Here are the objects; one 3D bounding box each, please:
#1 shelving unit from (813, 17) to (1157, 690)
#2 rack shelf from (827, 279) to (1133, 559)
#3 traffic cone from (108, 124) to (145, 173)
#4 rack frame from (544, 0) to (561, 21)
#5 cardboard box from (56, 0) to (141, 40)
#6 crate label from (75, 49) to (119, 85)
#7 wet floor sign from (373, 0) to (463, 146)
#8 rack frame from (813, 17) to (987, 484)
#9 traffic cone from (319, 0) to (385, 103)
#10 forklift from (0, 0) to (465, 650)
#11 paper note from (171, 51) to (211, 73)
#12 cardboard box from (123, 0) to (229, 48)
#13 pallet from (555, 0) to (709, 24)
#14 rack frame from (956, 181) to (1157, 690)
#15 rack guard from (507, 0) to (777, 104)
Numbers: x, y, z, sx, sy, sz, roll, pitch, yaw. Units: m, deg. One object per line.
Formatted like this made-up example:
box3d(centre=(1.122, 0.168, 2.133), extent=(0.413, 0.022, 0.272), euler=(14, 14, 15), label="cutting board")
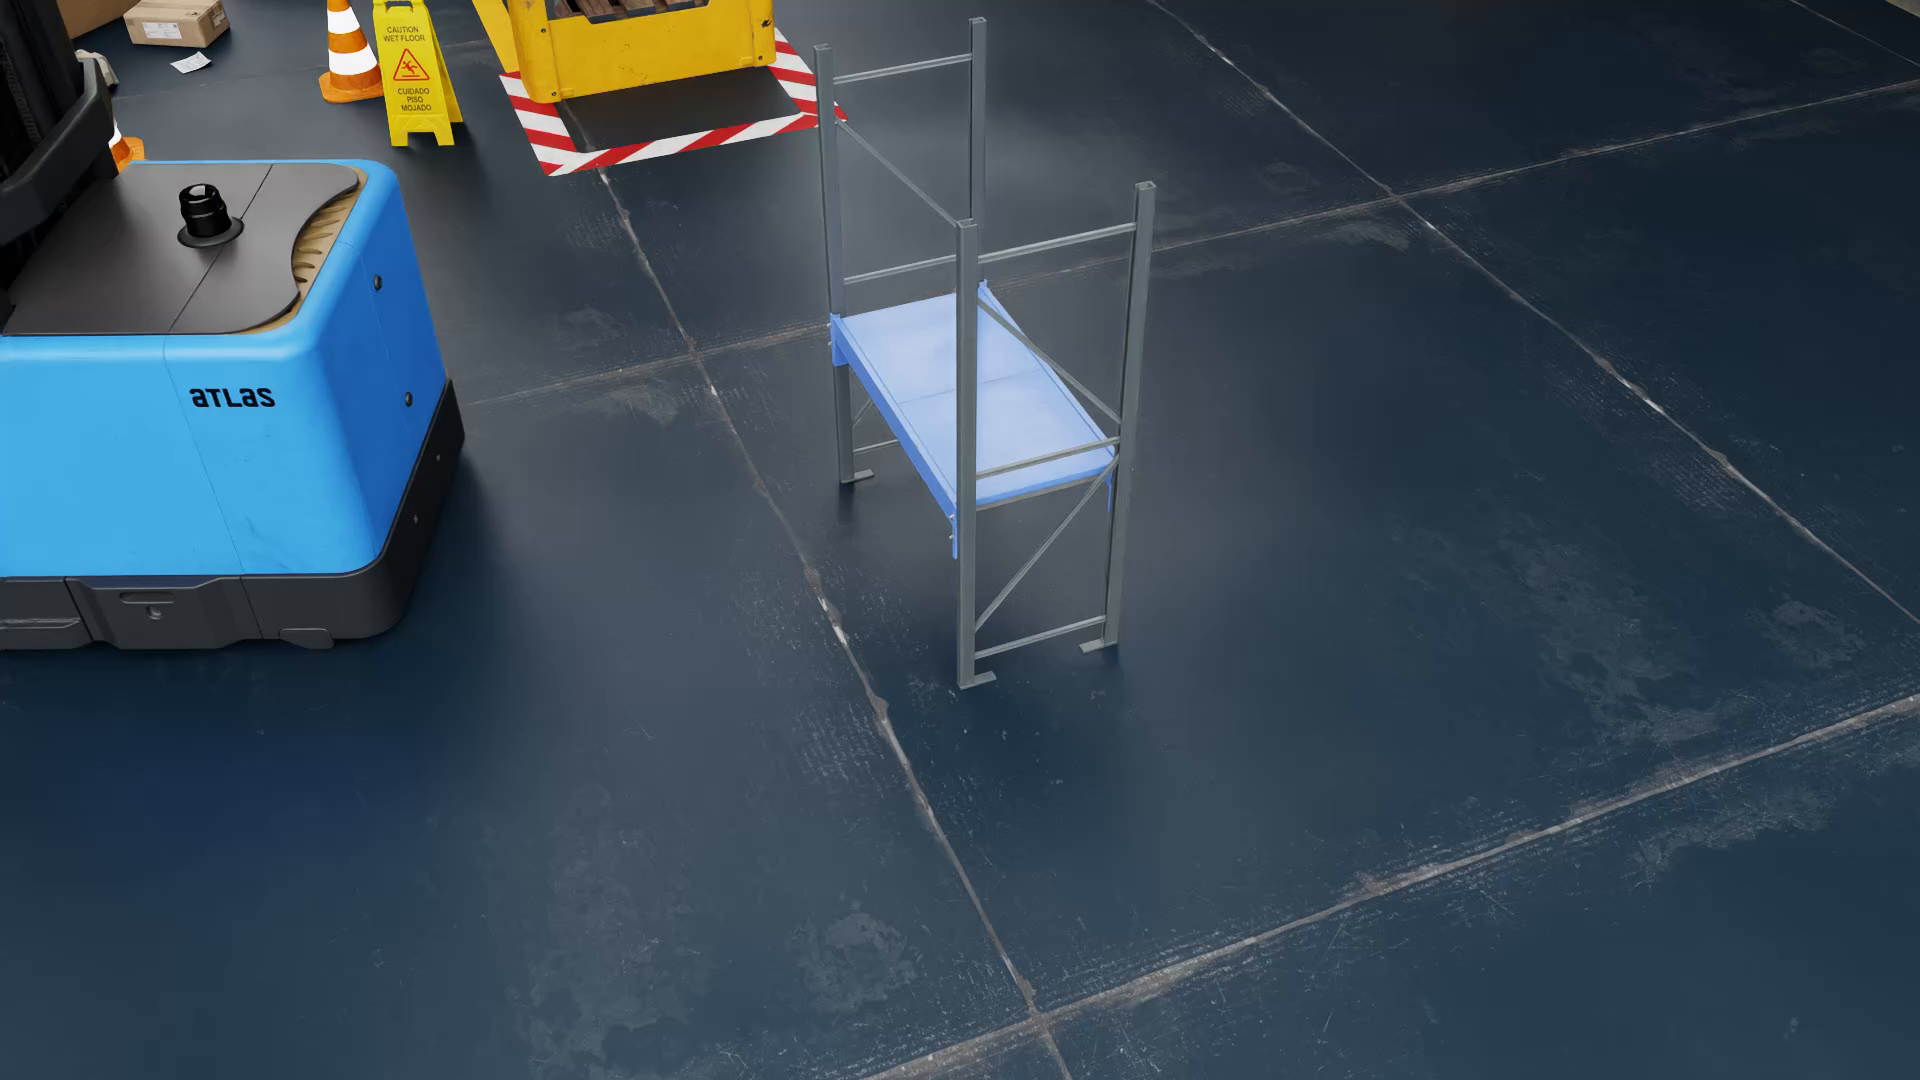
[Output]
box3d(centre=(0.033, -0.517, 4.701), extent=(0.538, 1.500, 1.048), euler=(-15, 43, -17), label="shelving unit")
box3d(centre=(0.033, -0.381, 4.819), extent=(0.538, 0.185, 1.000), euler=(-15, 43, -17), label="rack shelf")
box3d(centre=(-3.681, -1.804, 6.993), extent=(0.336, 0.463, 0.334), euler=(-15, 43, -17), label="traffic cone")
box3d(centre=(-1.429, -3.311, 6.799), extent=(1.000, 3.000, 0.127), euler=(-15, 43, -17), label="rack frame")
box3d(centre=(-4.440, -2.791, 8.109), extent=(0.637, 0.503, 0.797), euler=(19, 44, 20), label="cardboard box")
box3d(centre=(-4.039, -2.139, 7.632), extent=(0.298, 0.136, 0.250), euler=(27, 47, 27), label="crate label")
box3d(centre=(-2.345, -2.037, 7.123), extent=(0.267, 0.644, 0.232), euler=(-2, 41, -2), label="wet floor sign")
box3d(centre=(-0.162, -0.823, 5.057), extent=(0.500, 1.500, 0.032), euler=(-15, 43, -17), label="rack frame")
box3d(centre=(-2.785, -2.286, 7.553), extent=(0.336, 0.463, 0.334), euler=(-15, 43, -17), label="traffic cone")
box3d(centre=(-3.155, -1.102, 4.283), extent=(3.031, 2.935, 1.130), euler=(-1, 41, -1), label="forklift")
box3d(centre=(-3.630, -2.258, 7.852), extent=(0.148, 0.019, 0.142), euler=(-31, 49, -31), label="paper note")
box3d(centre=(-3.796, -2.515, 8.061), extent=(0.380, 0.149, 0.250), euler=(5, 41, 6), label="cardboard box")
box3d(centre=(-1.736, -2.797, 8.341), extent=(1.003, 0.211, 1.213), euler=(-15, 43, -17), label="pallet")
box3d(centre=(0.227, -0.211, 4.345), extent=(0.500, 1.500, 0.032), euler=(-15, 43, -17), label="rack frame")
box3d(centre=(-1.458, -2.409, 7.668), extent=(1.175, 0.500, 0.348), euler=(-15, 43, -17), label="rack guard")
